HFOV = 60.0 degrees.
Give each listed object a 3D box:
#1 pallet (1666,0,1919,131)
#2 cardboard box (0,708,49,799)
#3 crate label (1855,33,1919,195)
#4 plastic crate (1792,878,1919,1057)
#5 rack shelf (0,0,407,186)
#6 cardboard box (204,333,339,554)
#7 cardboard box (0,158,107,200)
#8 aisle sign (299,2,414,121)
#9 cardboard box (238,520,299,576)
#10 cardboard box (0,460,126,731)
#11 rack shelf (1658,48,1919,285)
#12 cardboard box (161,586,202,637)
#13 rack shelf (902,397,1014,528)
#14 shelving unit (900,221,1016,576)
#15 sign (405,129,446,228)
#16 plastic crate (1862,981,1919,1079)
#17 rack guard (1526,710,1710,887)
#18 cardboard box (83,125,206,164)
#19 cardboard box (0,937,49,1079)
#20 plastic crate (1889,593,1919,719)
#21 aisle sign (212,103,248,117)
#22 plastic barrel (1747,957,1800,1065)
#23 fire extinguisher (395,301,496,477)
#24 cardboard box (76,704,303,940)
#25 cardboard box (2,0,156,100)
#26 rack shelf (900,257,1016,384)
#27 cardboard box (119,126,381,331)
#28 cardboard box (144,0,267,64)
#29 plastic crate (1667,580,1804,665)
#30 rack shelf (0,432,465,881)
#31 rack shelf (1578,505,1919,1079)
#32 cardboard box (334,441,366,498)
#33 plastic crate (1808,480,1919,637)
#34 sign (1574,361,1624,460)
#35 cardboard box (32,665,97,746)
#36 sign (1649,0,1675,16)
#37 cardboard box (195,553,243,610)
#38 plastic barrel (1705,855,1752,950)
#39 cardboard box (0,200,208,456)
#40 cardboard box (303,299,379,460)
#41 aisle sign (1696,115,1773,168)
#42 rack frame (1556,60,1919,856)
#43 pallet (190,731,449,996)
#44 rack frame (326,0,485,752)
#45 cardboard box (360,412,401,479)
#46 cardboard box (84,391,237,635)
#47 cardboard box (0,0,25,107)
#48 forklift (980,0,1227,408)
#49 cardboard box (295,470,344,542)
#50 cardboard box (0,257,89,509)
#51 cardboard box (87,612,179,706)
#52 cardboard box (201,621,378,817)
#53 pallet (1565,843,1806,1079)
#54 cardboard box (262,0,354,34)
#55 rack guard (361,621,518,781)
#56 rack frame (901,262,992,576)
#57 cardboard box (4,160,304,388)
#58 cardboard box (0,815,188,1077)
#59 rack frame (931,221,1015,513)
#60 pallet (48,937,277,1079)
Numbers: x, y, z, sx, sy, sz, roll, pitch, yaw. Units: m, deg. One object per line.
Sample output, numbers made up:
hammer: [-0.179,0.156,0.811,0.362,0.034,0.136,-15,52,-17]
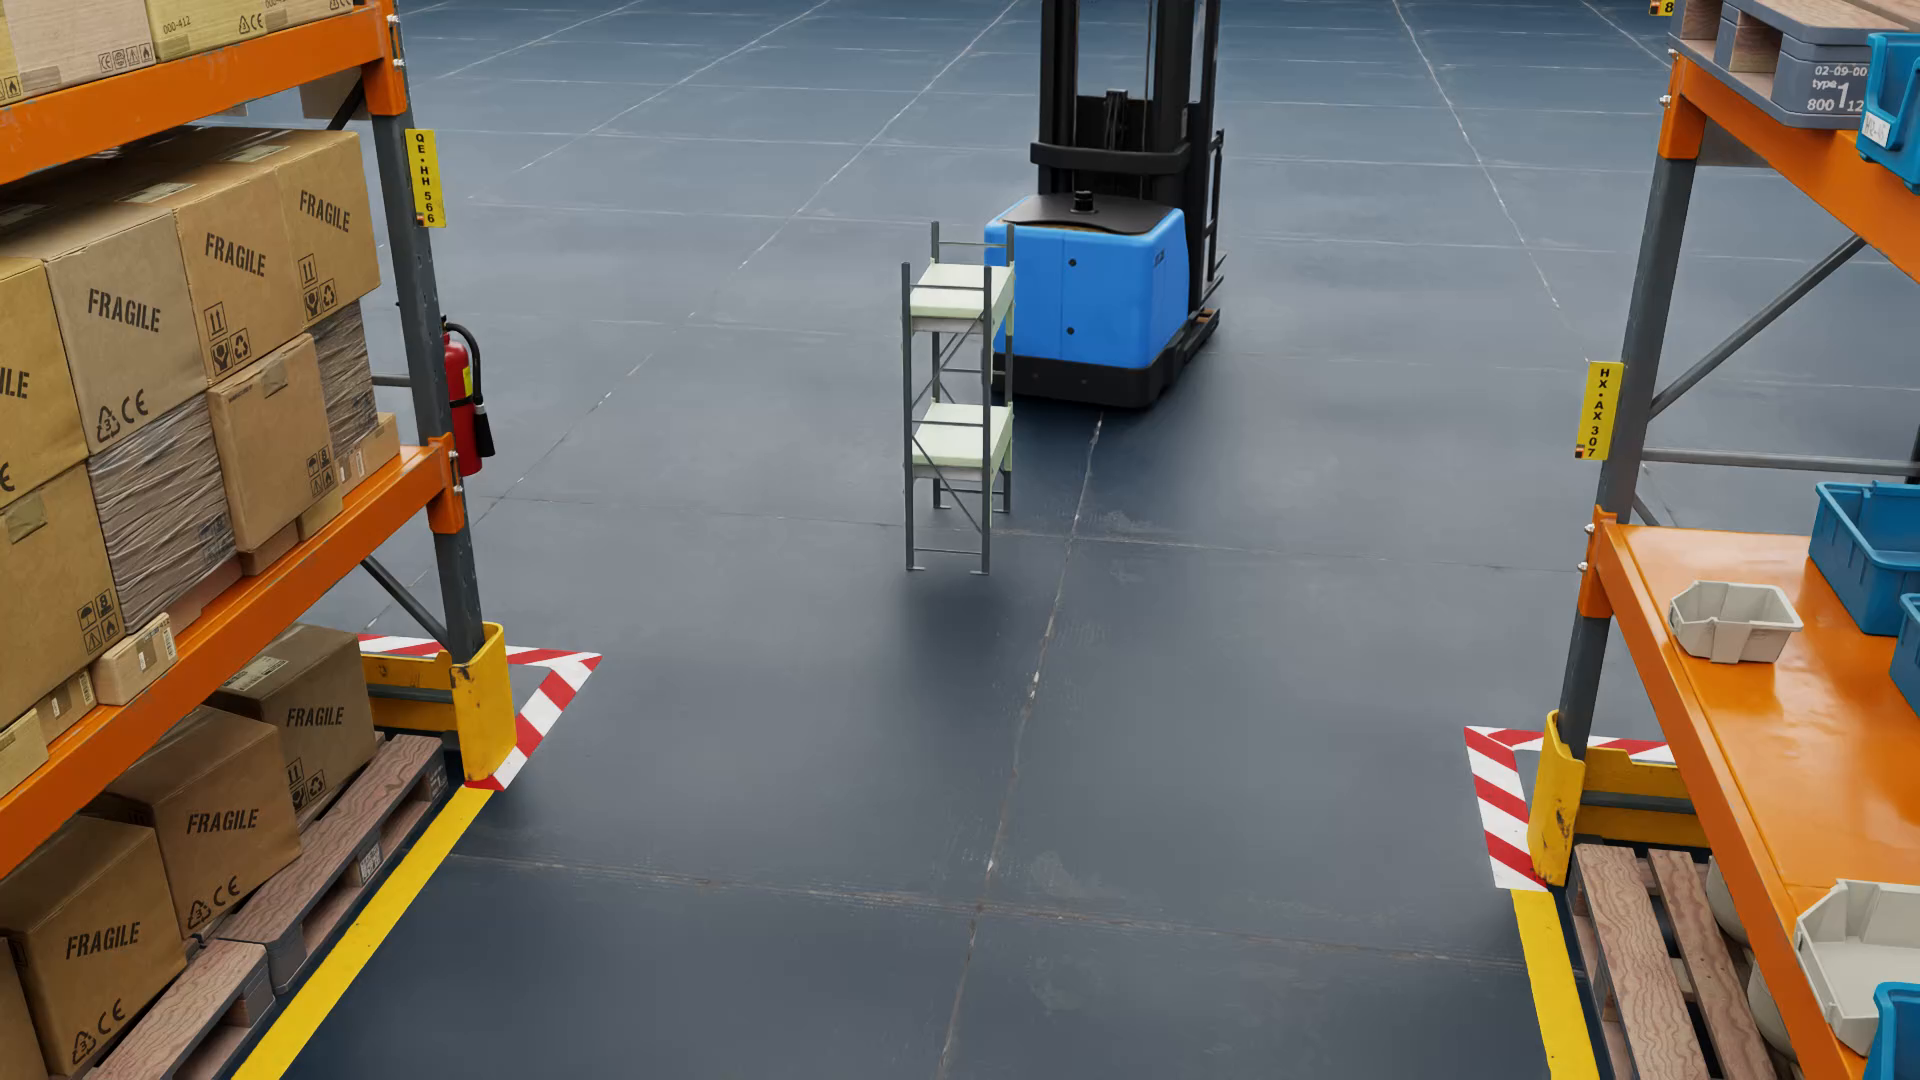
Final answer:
pallet: [2.329,-1.175,3.906,1.003,0.211,1.213,4,25,9]
cardboard box: [-2.416,0.505,3.929,0.380,0.149,0.250,4,25,9]
crate label: [1.928,-0.772,2.999,0.502,0.251,0.408,4,25,9]
plastic crate: [1.922,0.855,3.197,0.530,0.136,0.437,4,25,9]
rack shelf: [-2.653,-0.781,3.690,1.077,0.370,4.000,4,25,9]
cardboard box: [-2.406,-0.319,4.924,0.875,0.500,0.500,4,25,9]
cardboard box: [-2.773,-0.797,4.767,0.500,0.500,0.500,4,25,9]
aisle sign: [-2.020,-1.767,5.420,0.394,0.787,0.004,4,25,9]
cardboard box: [-2.257,-0.021,5.053,0.380,0.149,0.250,4,25,9]
cardboard box: [-2.624,0.096,4.039,0.875,0.500,0.500,4,25,9]
rack shelf: [2.233,-0.437,2.957,1.077,0.370,4.000,4,25,9]
cardboard box: [-2.357,0.187,4.609,0.380,0.149,0.250,4,25,9]
rack shelf: [0.001,-0.387,8.076,0.431,0.370,0.720,4,25,9]
shelving unit: [0.001,-0.682,7.938,0.431,1.500,0.755,4,25,9]
sign: [-1.782,-1.205,5.548,0.100,0.325,0.005,4,25,9]
plastic crate: [1.820,1.017,2.714,0.499,0.251,0.616,4,25,9]
rack guard: [2.594,0.926,5.682,1.175,0.500,0.348,4,25,9]
cardboard box: [-2.685,-1.006,5.213,0.500,0.500,0.500,4,25,9]
cardboard box: [-2.765,1.361,4.258,0.500,0.500,0.500,2,25,4]
plastic crate: [2.662,0.327,4.188,0.499,0.251,0.408,4,25,9]
aisle sign: [-2.612,-1.808,5.509,0.394,0.787,0.004,4,25,9]
plastic barrel: [2.446,1.186,4.618,0.421,0.512,0.421,0,25,0]
fire extinguisher: [-1.853,-0.565,6.011,0.296,0.674,0.183,4,25,9]
cardboard box: [-2.509,0.870,5.306,0.500,0.500,0.500,11,27,22]
cardboard box: [-2.325,-1.233,3.984,0.500,0.250,0.500,5,25,10]
rack shelf: [0.001,-1.036,7.773,0.431,0.370,0.720,4,25,9]
cardboard box: [-2.172,-0.970,5.136,0.500,0.500,0.500,4,25,9]
cardboard box: [-2.233,-1.447,4.441,0.500,0.250,0.500,4,25,9]
plastic crate: [2.097,0.230,4.531,0.298,0.136,0.250,4,25,9]
rack shelf: [-2.653,0.578,4.326,1.077,0.370,4.000,4,25,9]
rack shelf: [2.233,0.921,3.592,1.077,0.370,4.000,4,25,9]
cardboard box: [-2.210,-0.233,5.505,0.380,0.149,0.250,4,25,9]
plastic crate: [2.774,0.056,4.767,0.499,0.251,0.616,4,25,9]
sign: [2.018,-0.406,5.254,0.100,0.325,0.005,4,25,9]
cardboard box: [-2.420,0.397,4.159,0.380,0.149,0.250,4,25,9]
sign: [2.018,-1.644,4.675,0.100,0.325,0.005,4,25,9]
cardboard box: [-2.338,0.081,4.836,0.380,0.149,0.250,4,25,9]
plastic barrel: [2.528,0.976,5.066,0.421,0.512,0.421,0,25,0]
cardboard box: [-2.332,-0.552,4.242,0.500,0.500,0.500,4,25,9]
cardboard box: [-2.443,-0.536,5.389,0.875,0.500,0.500,4,25,9]
aisle sign: [2.283,-1.469,4.784,0.394,0.787,0.004,4,25,9]
rack frame: [2.560,-0.241,5.227,1.000,3.000,0.127,4,25,9]
pallet: [-2.506,1.048,5.763,1.003,0.211,1.213,4,25,9]
rack frame: [-2.326,-0.584,5.960,1.000,3.000,0.127,4,25,9]
cardboard box: [-2.169,-0.337,5.728,0.380,0.149,0.250,4,25,9]
cardboard box: [-2.531,-0.113,4.484,0.875,0.500,0.500,4,25,9]
cardboard box: [-2.402,-1.022,3.534,0.500,0.250,0.500,4,25,8]
forklift: [1.115,-2.699,10.559,1.130,2.935,3.031,9,27,18]
cardboard box: [-2.201,-0.124,5.274,0.380,0.149,0.250,4,25,9]
cardboard box: [-2.422,-0.343,3.796,0.500,0.500,0.500,4,25,9]
cardboard box: [-2.310,0.298,4.372,0.380,0.149,0.250,4,25,9]
cardboard box: [-2.445,0.618,5.846,0.500,0.500,0.500,9,27,18]
pallet: [2.456,1.396,5.018,1.003,0.211,1.213,4,25,9]
cardboard box: [-2.154,-1.656,4.888,0.500,0.250,0.500,5,25,10]
rack guard: [-2.338,0.580,6.422,1.175,0.500,0.348,4,25,9]
rack frame: [-0.059,-0.529,7.611,0.400,1.500,0.023,4,25,9]
cardboard box: [-2.248,-0.761,4.688,0.500,0.500,0.500,4,25,9]
cardboard box: [-2.630,1.130,4.750,0.500,0.500,0.500,6,26,13]
rack frame: [0.061,-0.835,8.265,0.400,1.500,0.023,4,25,9]
pallet: [-2.708,1.556,4.676,1.003,0.211,1.213,4,25,9]
